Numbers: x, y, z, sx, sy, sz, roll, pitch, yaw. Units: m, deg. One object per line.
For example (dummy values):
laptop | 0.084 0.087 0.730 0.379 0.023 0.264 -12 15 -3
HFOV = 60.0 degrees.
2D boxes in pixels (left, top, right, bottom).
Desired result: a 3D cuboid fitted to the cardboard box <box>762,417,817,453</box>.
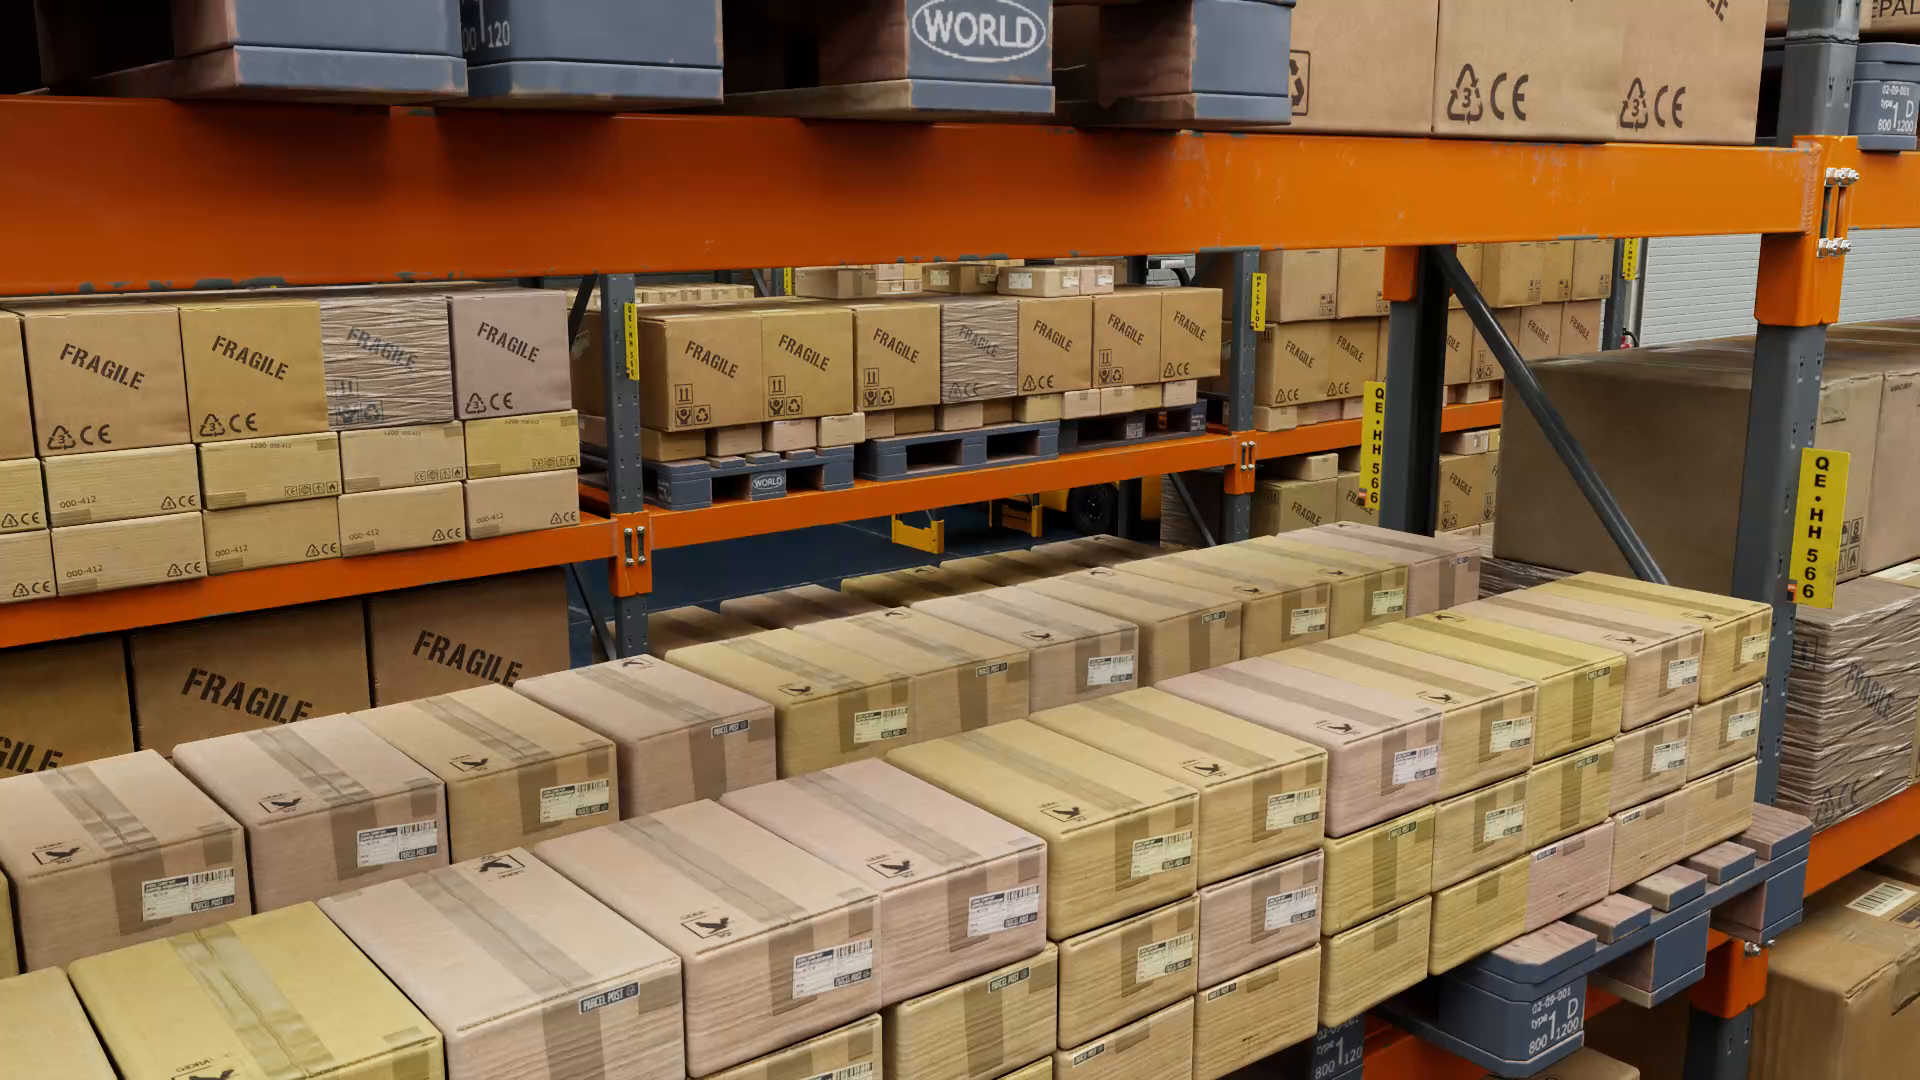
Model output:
cardboard box | -0.901 -0.527 7.981 0.250 0.149 0.380 -11 16 -41

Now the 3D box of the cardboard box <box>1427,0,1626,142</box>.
cardboard box | 0.746 -0.917 2.763 0.500 0.500 0.500 -9 15 -38

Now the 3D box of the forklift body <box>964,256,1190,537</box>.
forklift body | 1.047 -1.258 13.876 1.214 2.155 2.313 -9 15 -38

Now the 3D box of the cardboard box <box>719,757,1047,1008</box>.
cardboard box | -0.104 0.418 2.100 0.250 0.149 0.380 -9 15 -36

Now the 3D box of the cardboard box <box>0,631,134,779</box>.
cardboard box | -3.744 0.768 6.393 0.875 0.875 0.875 -9 15 -36

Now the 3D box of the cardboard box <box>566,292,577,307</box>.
cardboard box | -3.002 -1.765 12.415 0.250 0.149 0.380 -10 16 -39

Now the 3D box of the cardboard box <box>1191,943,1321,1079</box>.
cardboard box | 0.313 0.639 2.494 0.250 0.149 0.380 -9 15 -36

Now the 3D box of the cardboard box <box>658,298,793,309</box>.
cardboard box | -1.177 -0.946 8.392 0.500 0.500 0.500 -10 15 -39

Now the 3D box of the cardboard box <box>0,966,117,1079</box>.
cardboard box | -0.899 0.549 1.484 0.250 0.149 0.380 -9 15 -36

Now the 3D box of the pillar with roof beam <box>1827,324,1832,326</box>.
pillar with roof beam | 17.026 -6.843 23.692 0.400 9.000 9.100 -9 15 -38

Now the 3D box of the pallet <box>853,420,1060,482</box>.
pallet | -0.235 -0.542 8.924 1.213 0.211 1.003 -9 15 -38

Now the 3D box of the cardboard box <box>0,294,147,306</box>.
cardboard box | -3.485 -0.691 6.513 0.500 0.500 0.500 -9 15 -37

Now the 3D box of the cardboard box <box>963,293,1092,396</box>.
cardboard box | 0.357 -1.064 8.950 0.500 0.500 0.500 -9 15 -36

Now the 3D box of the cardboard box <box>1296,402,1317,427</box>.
cardboard box | 1.979 -0.799 10.275 0.250 0.149 0.380 -9 15 -36

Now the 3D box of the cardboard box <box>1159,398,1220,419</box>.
cardboard box | 1.428 -0.860 10.562 0.250 0.149 0.380 -10 15 -38

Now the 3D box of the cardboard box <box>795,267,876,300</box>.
cardboard box | -0.654 -1.348 8.726 0.250 0.149 0.380 -10 16 -40

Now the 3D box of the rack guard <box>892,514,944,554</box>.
rack guard | -0.329 -0.068 12.845 0.087 0.250 0.587 -9 15 -38

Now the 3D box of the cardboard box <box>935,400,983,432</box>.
cardboard box | -0.093 -0.669 8.652 0.250 0.149 0.380 -9 15 -36

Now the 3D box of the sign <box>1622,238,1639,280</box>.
sign | 4.822 -2.039 11.962 0.005 0.325 0.100 -9 15 -38

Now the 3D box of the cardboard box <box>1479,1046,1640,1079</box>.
cardboard box | 1.045 1.199 3.464 0.500 0.250 0.500 -10 15 -39

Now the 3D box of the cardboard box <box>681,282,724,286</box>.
cardboard box | -2.144 -2.052 13.768 0.250 0.149 0.380 -10 15 -39

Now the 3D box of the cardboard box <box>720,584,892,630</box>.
cardboard box | -0.737 0.538 8.687 0.625 0.372 0.950 -10 15 -39

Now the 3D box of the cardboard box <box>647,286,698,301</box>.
cardboard box | -2.278 -1.923 13.159 0.250 0.149 0.380 -9 15 -38

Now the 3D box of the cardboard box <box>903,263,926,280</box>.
cardboard box | -0.509 -2.339 14.405 0.250 0.149 0.380 -10 15 -39

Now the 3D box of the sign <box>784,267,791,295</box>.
sign | -1.389 -2.137 13.376 0.005 0.325 0.100 -9 15 -38

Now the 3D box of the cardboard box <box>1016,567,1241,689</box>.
cardboard box | 0.324 0.173 3.256 0.250 0.149 0.380 -10 16 -40

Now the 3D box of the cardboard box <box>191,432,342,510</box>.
cardboard box | -2.760 -0.303 6.492 0.500 0.250 0.500 -10 16 -39

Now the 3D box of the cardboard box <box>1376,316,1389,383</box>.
cardboard box | 2.663 -1.230 10.743 0.500 0.500 0.500 -10 15 -38

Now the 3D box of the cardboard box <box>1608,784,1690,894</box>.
cardboard box | 1.123 0.505 3.123 0.250 0.149 0.380 -9 15 -38

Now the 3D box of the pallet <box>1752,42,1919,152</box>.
pallet | 1.885 -1.050 4.086 1.003 0.211 1.213 -9 15 -35

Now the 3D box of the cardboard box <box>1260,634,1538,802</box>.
cardboard box | 0.711 0.283 2.737 0.250 0.149 0.380 -9 15 -36

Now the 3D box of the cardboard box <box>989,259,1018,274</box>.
cardboard box | 0.306 -2.465 14.996 0.250 0.149 0.380 -9 15 -37

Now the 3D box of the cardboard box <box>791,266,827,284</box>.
cardboard box | -1.302 -2.201 13.756 0.250 0.149 0.380 -9 15 -37

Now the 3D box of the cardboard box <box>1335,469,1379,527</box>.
cardboard box | 2.408 -0.223 10.762 0.500 0.500 0.500 -9 15 -35

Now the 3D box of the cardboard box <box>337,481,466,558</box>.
cardboard box | -2.377 -0.123 6.847 0.500 0.250 0.500 -9 15 -37

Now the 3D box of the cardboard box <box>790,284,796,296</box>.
cardboard box | -1.323 -2.061 13.812 0.250 0.149 0.380 -10 15 -39

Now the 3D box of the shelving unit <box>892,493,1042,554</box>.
shelving unit | 0.060 -0.744 13.020 1.083 1.500 0.587 -9 15 -38

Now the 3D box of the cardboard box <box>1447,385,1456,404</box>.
cardboard box | 3.127 -1.010 11.266 0.250 0.149 0.380 -9 15 -38

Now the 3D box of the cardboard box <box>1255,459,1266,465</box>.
cardboard box | 2.058 -0.306 11.150 0.500 0.500 0.500 -9 15 -37

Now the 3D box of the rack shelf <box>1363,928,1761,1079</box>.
rack shelf | -0.146 1.028 2.796 4.000 0.370 1.077 -9 15 -38

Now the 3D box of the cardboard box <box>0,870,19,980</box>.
cardboard box | -1.307 0.444 1.979 0.250 0.149 0.380 -10 16 -39

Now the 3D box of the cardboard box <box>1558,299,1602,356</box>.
cardboard box | 4.240 -1.490 11.968 0.500 0.500 0.500 -10 15 -39

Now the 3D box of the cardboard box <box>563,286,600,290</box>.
cardboard box | -2.979 -1.929 13.187 0.250 0.149 0.380 -9 15 -38

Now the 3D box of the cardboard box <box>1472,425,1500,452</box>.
cardboard box | 3.586 -0.719 11.533 0.250 0.149 0.380 -9 15 -37

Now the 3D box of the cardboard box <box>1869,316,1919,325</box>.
cardboard box | 3.360 -0.442 5.341 0.500 0.500 0.700 -9 15 -37

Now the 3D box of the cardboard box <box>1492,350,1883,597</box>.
cardboard box | 1.772 -0.178 4.096 0.500 0.500 0.700 -10 15 -38

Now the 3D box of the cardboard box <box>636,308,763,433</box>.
cardboard box | -1.260 -0.793 7.676 0.500 0.500 0.500 -10 16 -39

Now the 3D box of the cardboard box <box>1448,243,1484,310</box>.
cardboard box | 3.019 -1.803 11.035 0.500 0.500 0.700 -10 15 -38

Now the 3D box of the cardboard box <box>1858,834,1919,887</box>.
cardboard box | 2.628 1.134 4.974 0.750 0.750 1.050 -9 15 -37

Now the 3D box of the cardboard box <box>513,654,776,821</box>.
cardboard box | -0.498 0.310 2.610 0.250 0.149 0.380 -10 16 -40

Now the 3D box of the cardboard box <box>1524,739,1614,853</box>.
cardboard box | 0.903 0.396 2.918 0.250 0.149 0.380 -9 15 -36

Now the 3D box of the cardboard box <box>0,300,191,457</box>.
cardboard box | -3.183 -0.606 6.111 0.500 0.500 0.500 -10 15 -39

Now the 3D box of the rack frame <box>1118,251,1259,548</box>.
rack frame | 1.368 -0.892 10.107 0.127 3.000 1.000 -9 15 -38

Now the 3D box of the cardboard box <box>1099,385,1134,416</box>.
cardboard box | 0.743 -0.792 9.232 0.250 0.149 0.380 -10 15 -39

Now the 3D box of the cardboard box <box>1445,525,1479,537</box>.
cardboard box | 3.214 0.012 11.459 0.500 0.250 0.500 -10 16 -40

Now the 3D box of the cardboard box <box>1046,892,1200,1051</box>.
cardboard box | 0.107 0.528 2.298 0.250 0.149 0.380 -10 15 -39

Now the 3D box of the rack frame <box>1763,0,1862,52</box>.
rack frame | 1.416 -2.518 3.320 0.127 3.000 1.000 -9 15 -38
